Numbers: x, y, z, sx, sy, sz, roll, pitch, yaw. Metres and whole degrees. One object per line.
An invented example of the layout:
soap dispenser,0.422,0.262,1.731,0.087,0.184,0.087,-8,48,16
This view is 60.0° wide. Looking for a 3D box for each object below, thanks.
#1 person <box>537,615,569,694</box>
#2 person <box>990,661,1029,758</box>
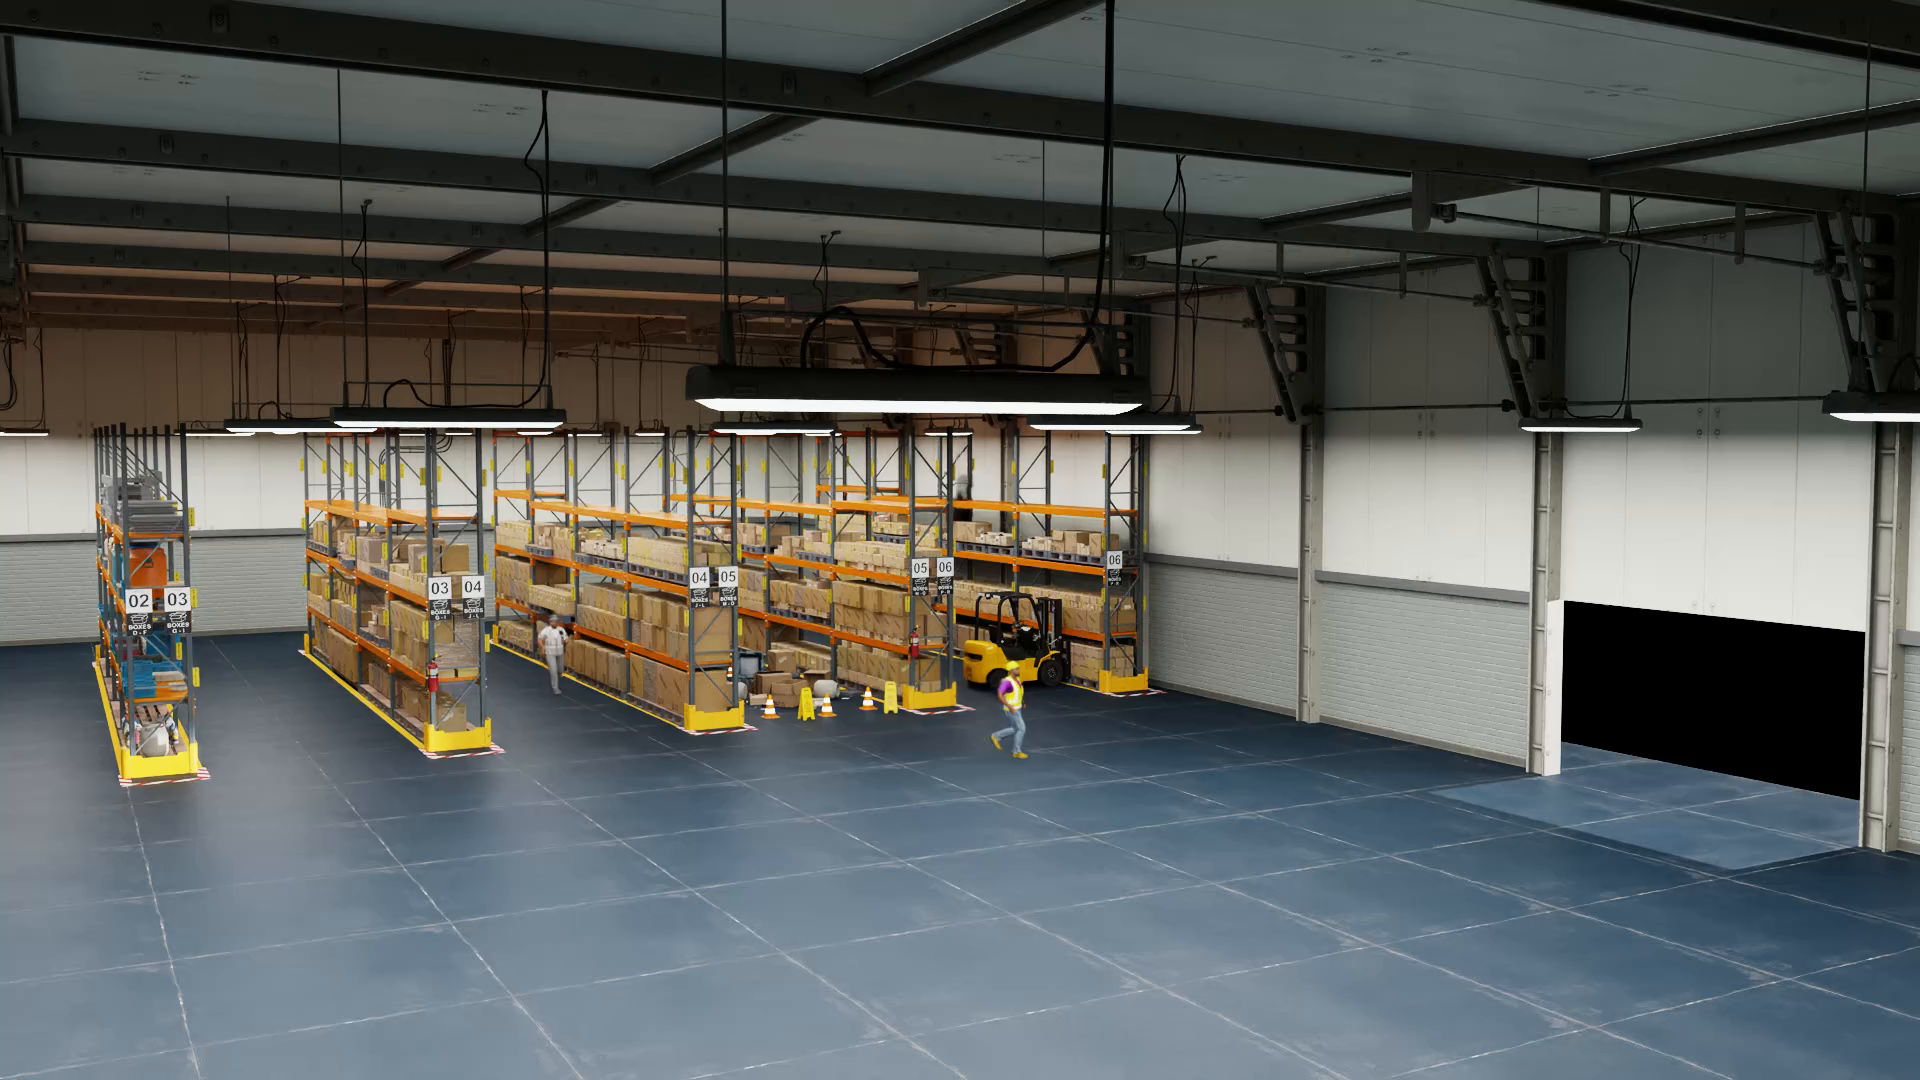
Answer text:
person,-9.162,2.557,37.556,0.672,1.750,0.953,-2,4,-32
person,0.889,3.044,29.993,0.756,1.736,0.719,1,4,18
